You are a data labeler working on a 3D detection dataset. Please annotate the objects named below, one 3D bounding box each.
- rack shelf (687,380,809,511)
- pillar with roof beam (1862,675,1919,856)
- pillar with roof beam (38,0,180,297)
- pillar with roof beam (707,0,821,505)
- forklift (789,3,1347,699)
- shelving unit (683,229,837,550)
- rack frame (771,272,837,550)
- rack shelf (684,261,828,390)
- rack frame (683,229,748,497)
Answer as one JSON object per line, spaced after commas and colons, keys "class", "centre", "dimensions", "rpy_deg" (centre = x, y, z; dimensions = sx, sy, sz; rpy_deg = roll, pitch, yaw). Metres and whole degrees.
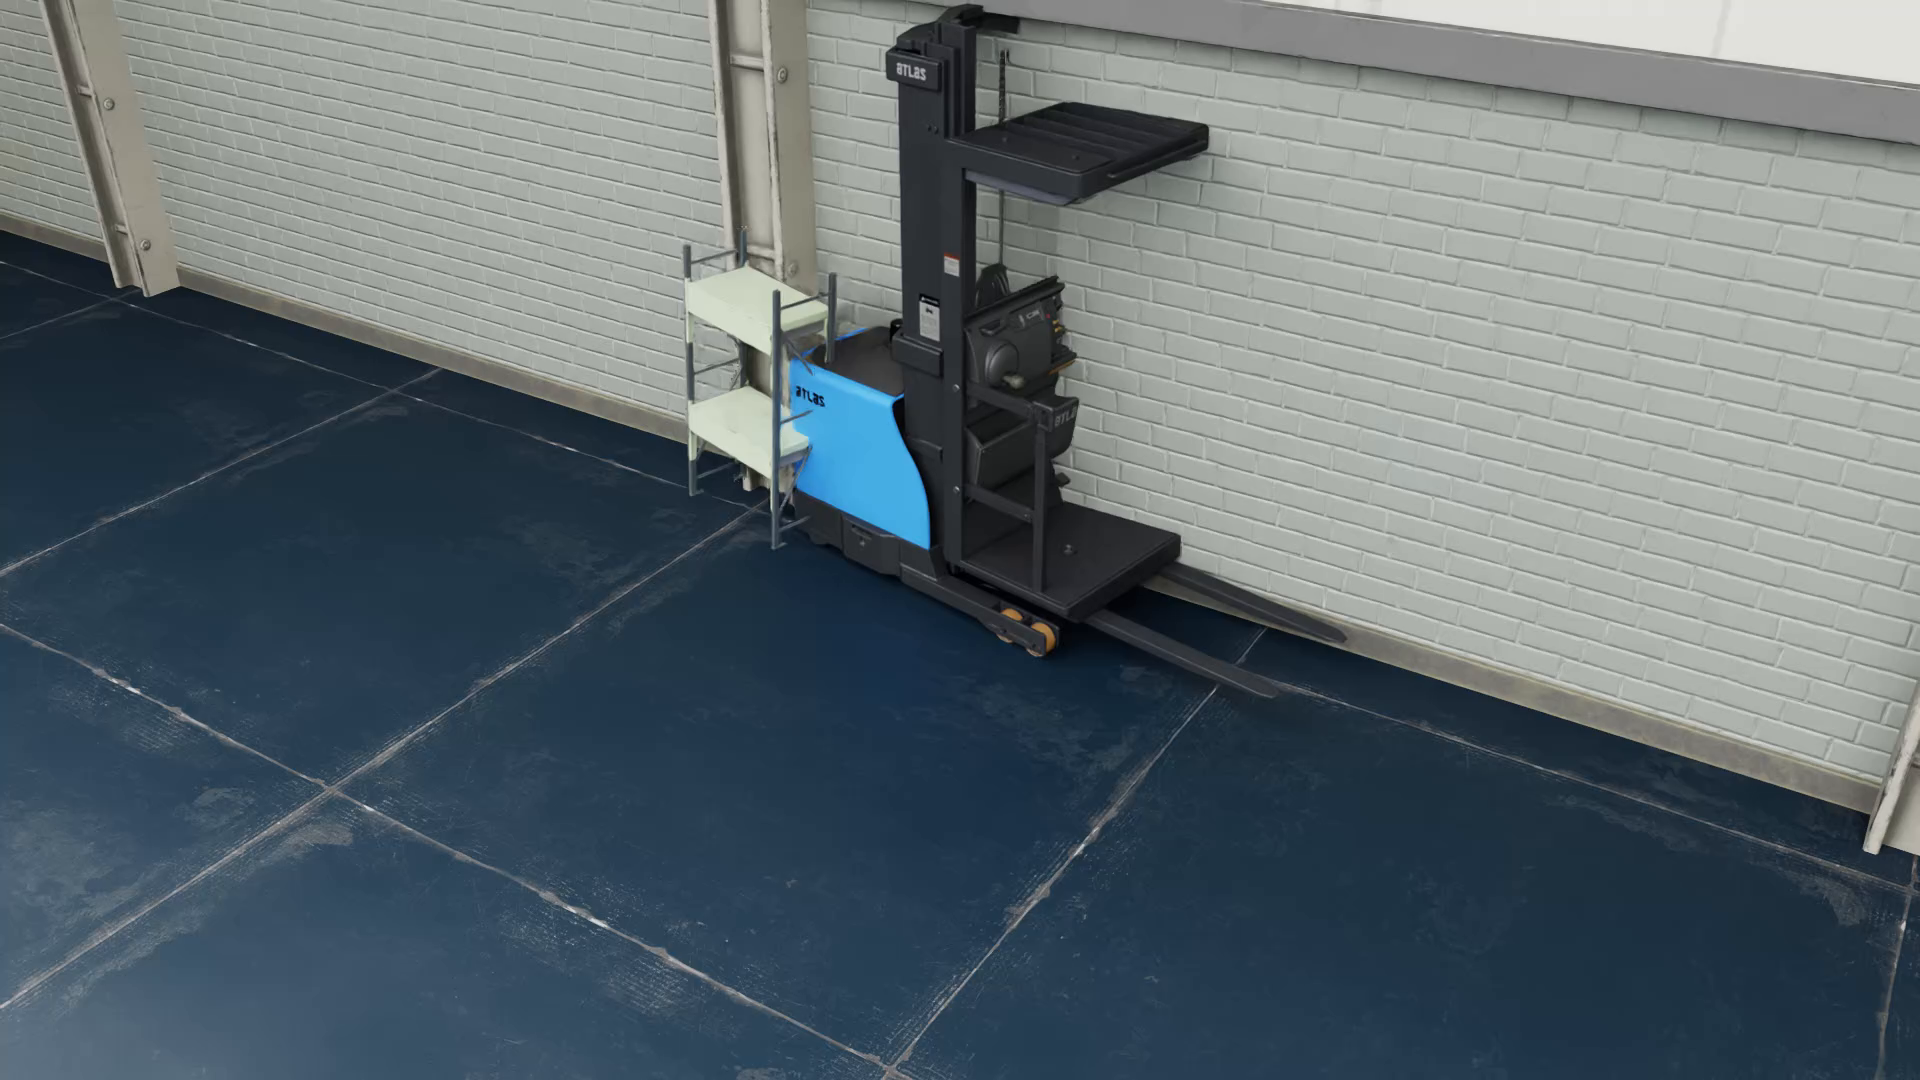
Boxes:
{"class": "rack shelf", "centre": [-1.100, -0.526, 9.100], "dimensions": [0.431, 0.370, 0.720], "rpy_deg": [-25, 42, -39]}
{"class": "pillar with roof beam", "centre": [1.766, -0.755, 1.613], "dimensions": [0.400, 9.000, 9.100], "rpy_deg": [18, 35, 27]}
{"class": "pillar with roof beam", "centre": [-8.398, -3.969, 7.124], "dimensions": [0.400, 9.000, 9.100], "rpy_deg": [18, 35, 27]}
{"class": "pillar with roof beam", "centre": [-3.316, -2.362, 4.369], "dimensions": [0.400, 9.000, 9.100], "rpy_deg": [18, 35, 27]}
{"class": "forklift", "centre": [0.514, -0.986, 8.032], "dimensions": [3.031, 2.935, 1.130], "rpy_deg": [24, 38, 35]}
{"class": "shelving unit", "centre": [-1.079, -0.803, 8.930], "dimensions": [0.431, 1.500, 0.755], "rpy_deg": [-25, 42, -39]}
{"class": "rack frame", "centre": [-0.823, -0.654, 8.717], "dimensions": [0.400, 1.500, 0.023], "rpy_deg": [-25, 42, -39]}
{"class": "rack shelf", "centre": [-1.055, -1.135, 8.727], "dimensions": [0.431, 0.370, 0.720], "rpy_deg": [-25, 42, -39]}
{"class": "rack frame", "centre": [-1.336, -0.953, 9.144], "dimensions": [0.400, 1.500, 0.023], "rpy_deg": [-25, 42, -39]}
